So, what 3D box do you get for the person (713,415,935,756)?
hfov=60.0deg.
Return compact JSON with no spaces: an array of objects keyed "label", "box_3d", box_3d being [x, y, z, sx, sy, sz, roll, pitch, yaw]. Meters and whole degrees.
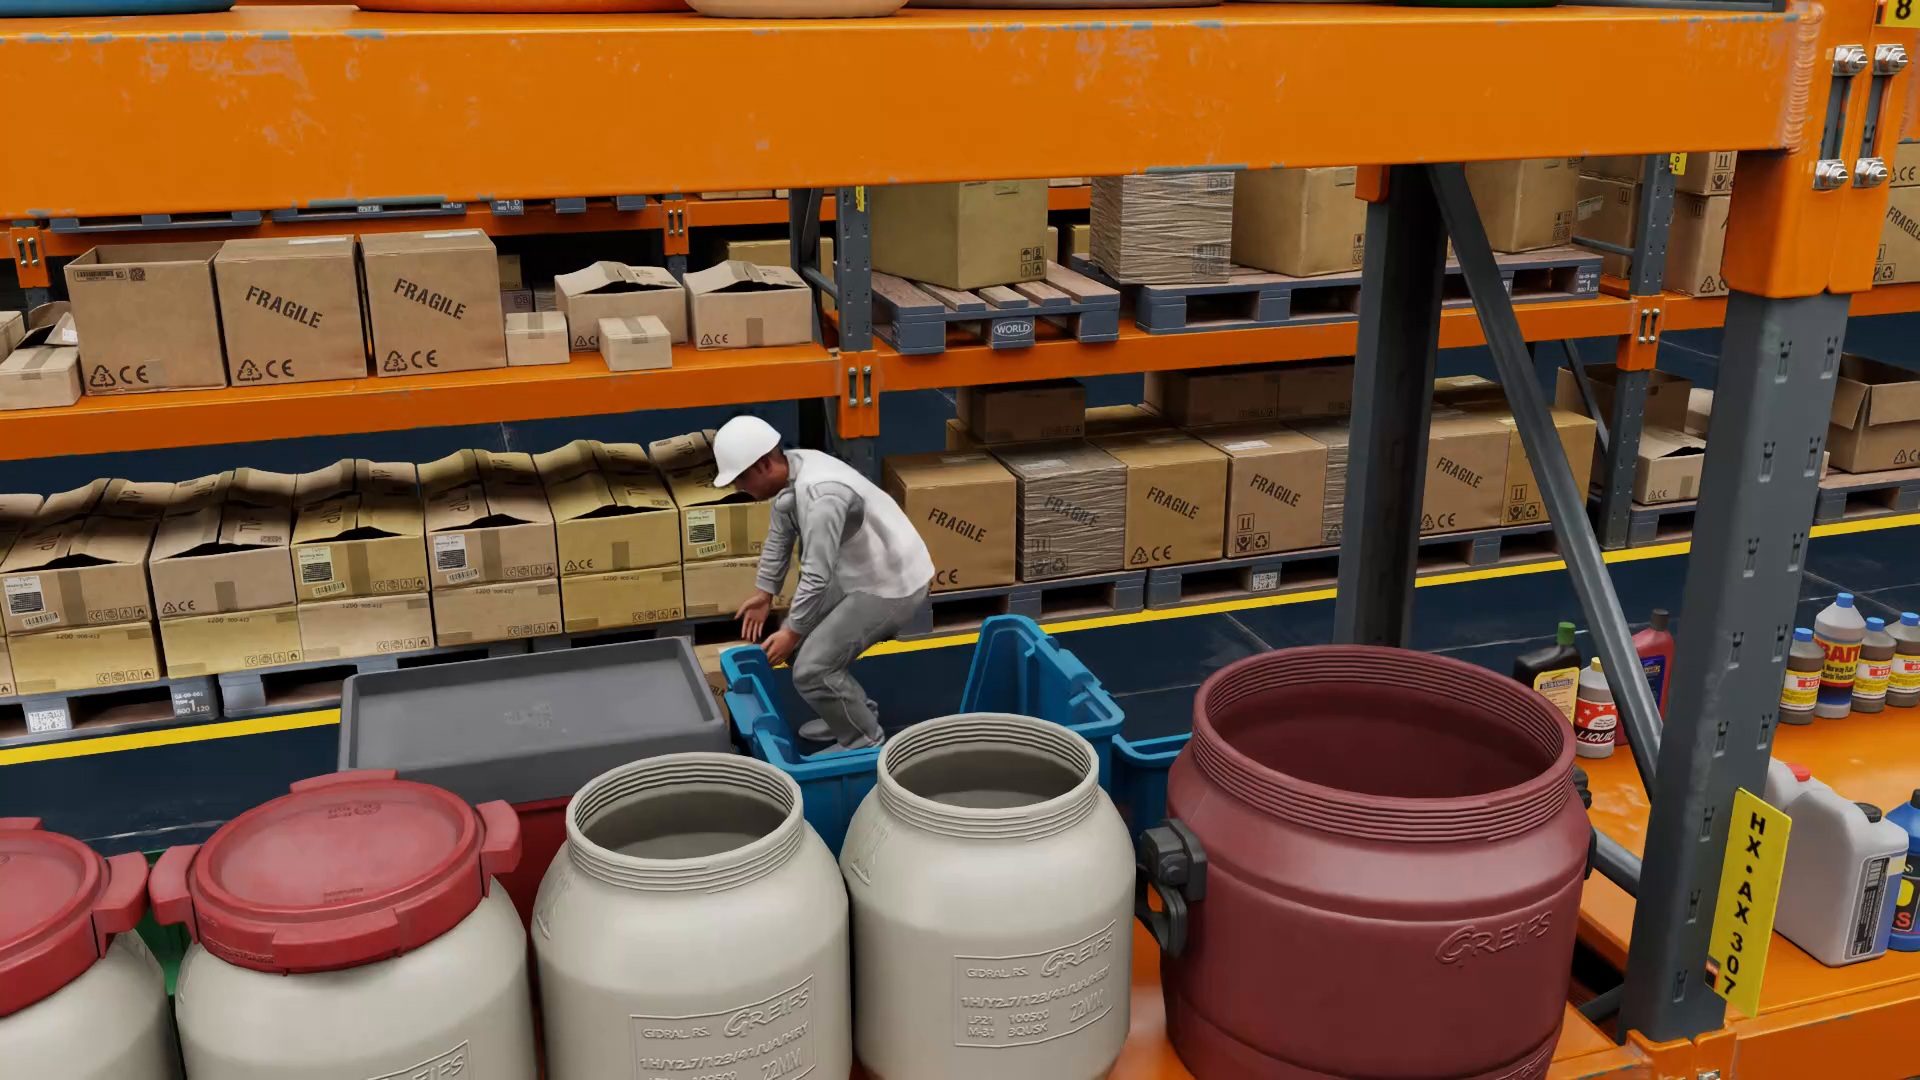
[{"label":"person","box_3d":[-0.492,0.182,6.133,0.797,1.363,0.590,-6,20,-17]}]
